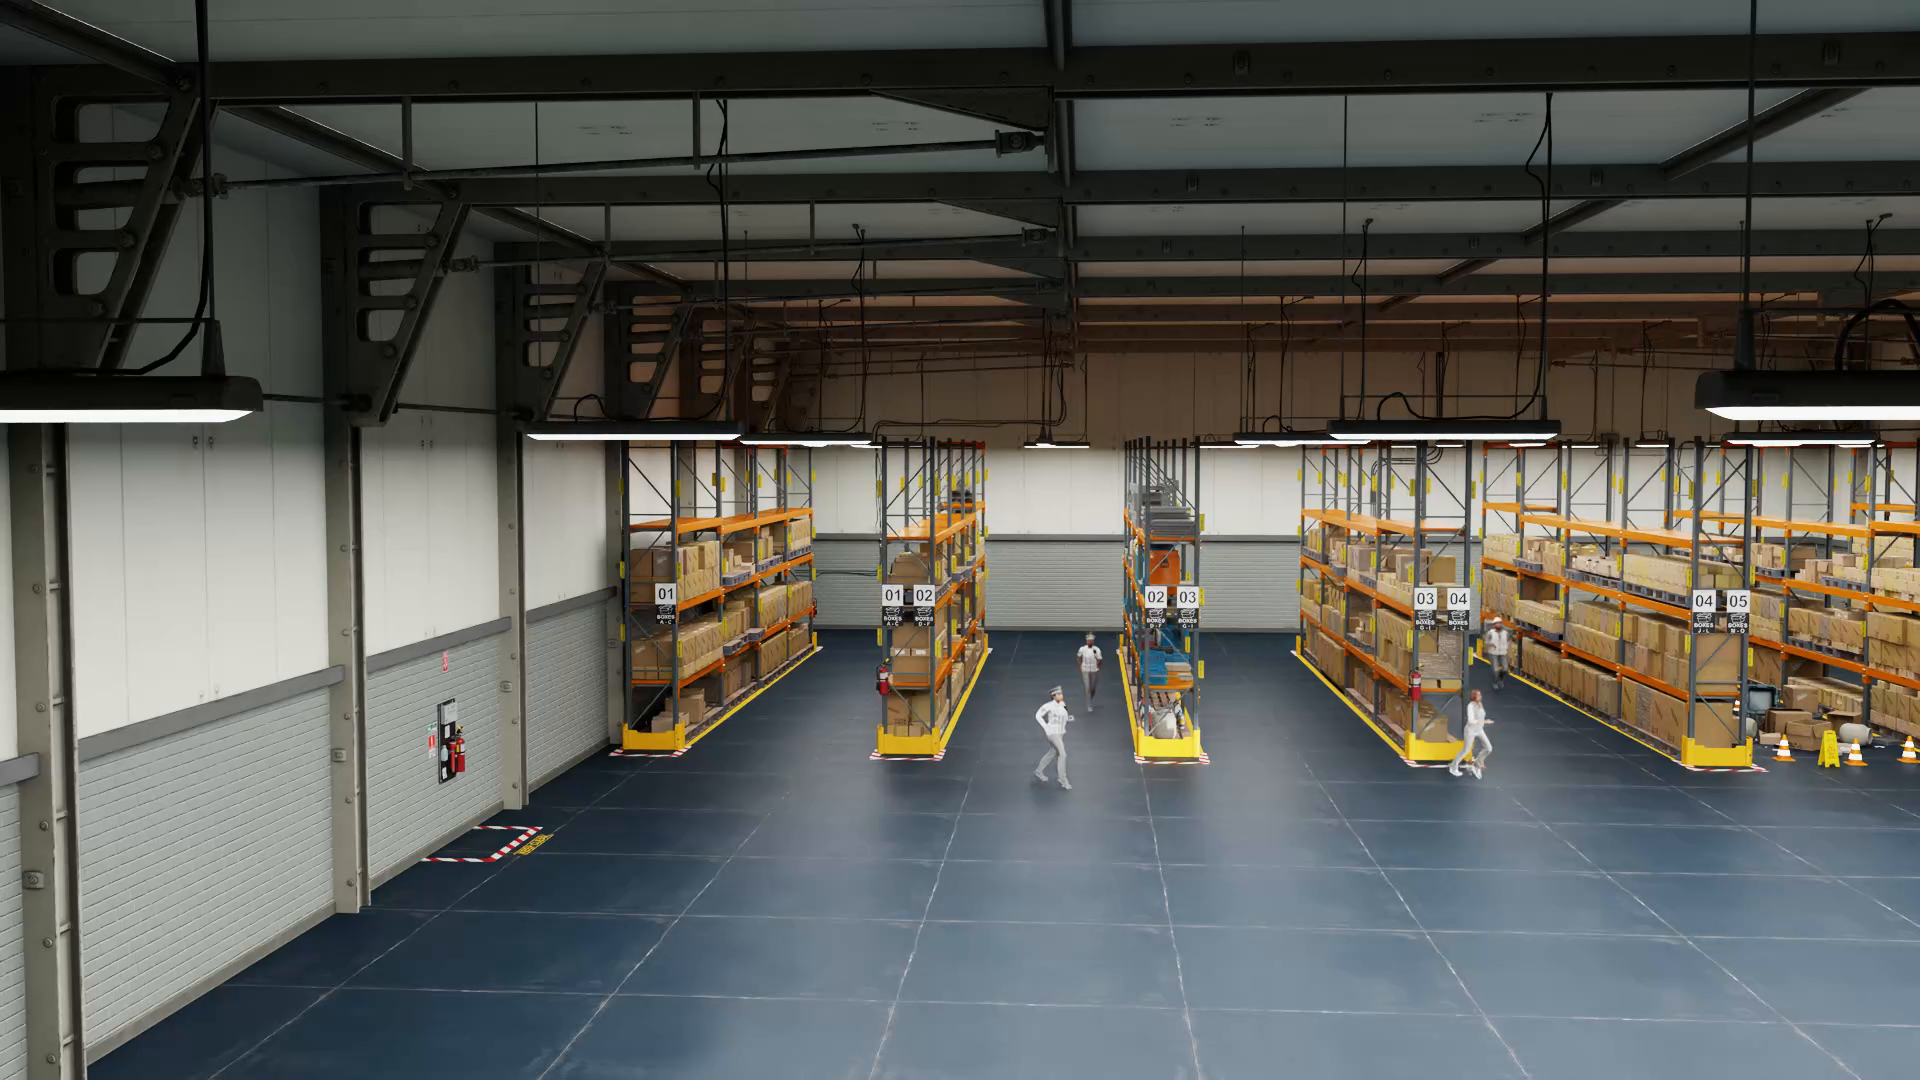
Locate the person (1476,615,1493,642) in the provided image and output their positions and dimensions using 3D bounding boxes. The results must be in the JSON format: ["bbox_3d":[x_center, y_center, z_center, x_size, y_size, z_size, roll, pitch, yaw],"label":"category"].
[{"bbox_3d":[15.049,2.324,47.616,0.556,1.691,0.787,1,3,13],"label":"person"}]

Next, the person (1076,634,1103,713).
[{"bbox_3d":[2.867,2.923,36.760,0.579,1.703,0.857,0,3,0],"label":"person"}]

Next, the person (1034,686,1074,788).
[{"bbox_3d":[1.624,3.359,28.516,0.790,1.747,0.585,2,4,35],"label":"person"}]

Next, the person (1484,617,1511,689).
[{"bbox_3d":[12.884,2.719,39.739,0.648,1.727,0.590,0,3,4],"label":"person"}]

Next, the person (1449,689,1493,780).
[{"bbox_3d":[8.942,3.371,28.924,0.551,1.587,0.809,-3,4,-40],"label":"person"}]
